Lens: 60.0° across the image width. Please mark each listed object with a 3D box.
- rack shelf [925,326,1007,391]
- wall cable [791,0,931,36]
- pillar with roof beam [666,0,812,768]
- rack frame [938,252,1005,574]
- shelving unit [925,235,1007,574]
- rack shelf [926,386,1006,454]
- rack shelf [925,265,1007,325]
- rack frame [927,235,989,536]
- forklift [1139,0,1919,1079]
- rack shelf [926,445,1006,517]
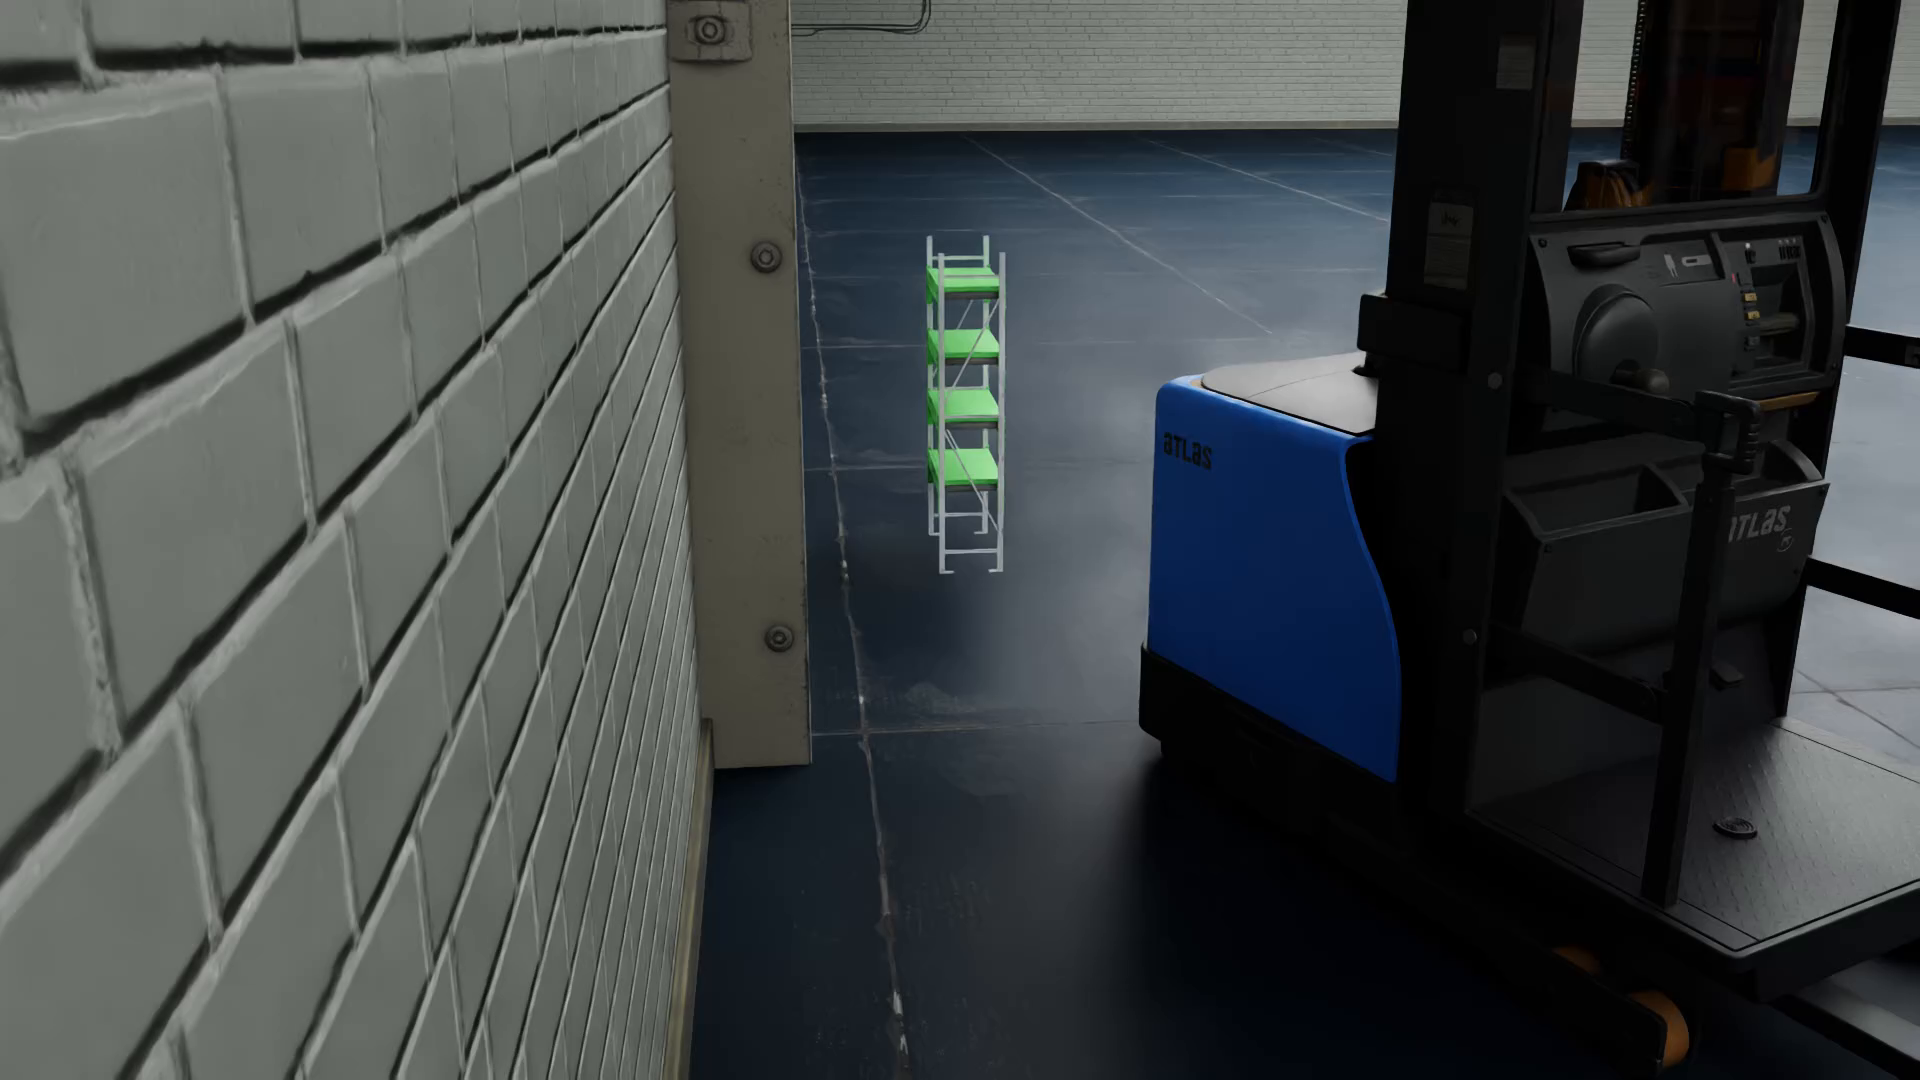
[{"bbox_3d":[0.017,-0.691,6.288,0.258,0.148,0.480,-2,18,-6],"label":"rack shelf"},{"bbox_3d":[-2.054,-10.306,29.664,3.097,2.526,0.112,-2,18,-6],"label":"wall cable"},{"bbox_3d":[3.692,-3.851,3.921,9.100,9.000,0.400,-2,18,-6],"label":"pillar with roof beam"},{"bbox_3d":[0.042,-0.450,6.109,0.240,1.200,0.015,-2,18,-6],"label":"rack frame"},{"bbox_3d":[0.017,-0.523,6.340,0.258,1.200,0.503,-2,18,-6],"label":"shelving unit"},{"bbox_3d":[0.017,-0.462,6.359,0.258,0.148,0.480,-2,18,-6],"label":"rack shelf"},{"bbox_3d":[0.017,-0.920,6.216,0.258,0.148,0.480,-2,18,-6],"label":"rack shelf"},{"bbox_3d":[-0.008,-0.596,6.572,0.240,1.200,0.015,-2,18,-6],"label":"rack frame"},{"bbox_3d":[1.663,-0.493,3.354,1.130,2.935,3.031,-9,20,-27],"label":"forklift"},{"bbox_3d":[0.017,-0.233,6.431,0.258,0.148,0.480,-2,18,-6],"label":"rack shelf"}]
